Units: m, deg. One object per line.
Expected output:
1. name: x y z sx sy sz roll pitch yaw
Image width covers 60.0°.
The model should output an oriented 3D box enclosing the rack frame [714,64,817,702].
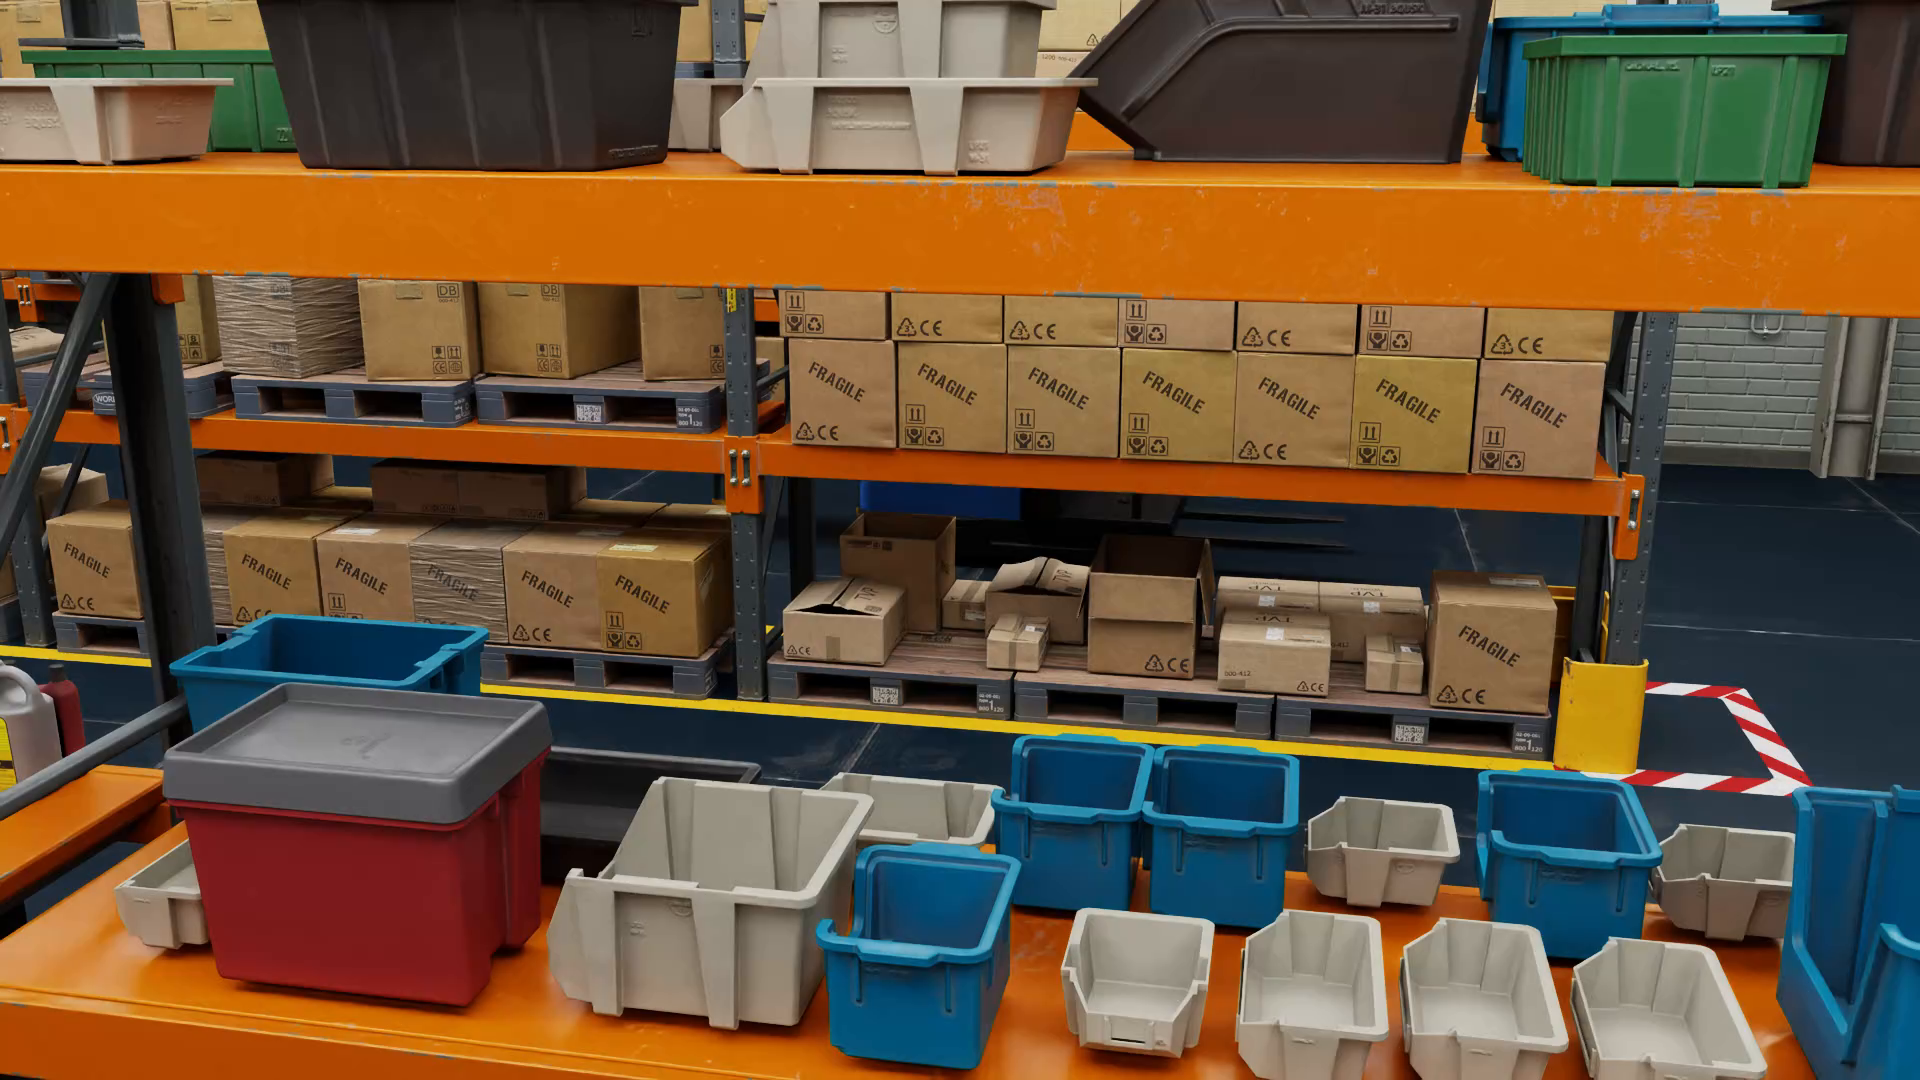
1. rack frame: -0.931 -0.786 8.209 0.127 3.000 1.000 3 16 11

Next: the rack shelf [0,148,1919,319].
1. rack shelf: 0.039 -0.482 2.843 4.000 0.370 1.077 3 16 11

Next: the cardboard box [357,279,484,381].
1. cardboard box: -2.674 -1.114 8.420 0.500 0.500 0.700 -1 16 -3

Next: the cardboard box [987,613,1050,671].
1. cardboard box: 0.287 0.490 8.087 0.250 0.166 0.380 3 16 11

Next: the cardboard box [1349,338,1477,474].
1. cardboard box: 1.987 -0.600 7.353 0.500 0.500 0.500 3 16 12

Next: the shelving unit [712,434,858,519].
1. shelving unit: -1.061 -0.793 11.045 1.083 1.500 0.587 4 16 13

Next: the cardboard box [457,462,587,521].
1. cardboard box: -2.336 -0.297 8.899 0.500 0.250 0.500 3 16 11

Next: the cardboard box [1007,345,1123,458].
1. cardboard box: 0.507 -0.682 7.647 0.500 0.500 0.500 3 16 11

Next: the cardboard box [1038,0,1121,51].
1. cardboard box: 0.474 -2.253 7.232 0.500 0.250 0.500 3 16 11

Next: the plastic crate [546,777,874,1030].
1. plastic crate: -0.462 0.668 3.072 0.530 0.282 0.437 3 16 11

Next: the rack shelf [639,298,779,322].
1. rack shelf: -1.907 -1.841 13.368 4.000 0.370 1.077 3 16 11

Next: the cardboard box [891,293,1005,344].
1. cardboard box: -0.019 -1.190 7.607 0.500 0.500 0.500 3 16 9

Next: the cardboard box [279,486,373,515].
1. cardboard box: -3.380 0.010 9.194 0.500 0.500 0.500 3 16 9

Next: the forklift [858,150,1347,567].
1. forklift: 0.927 -1.340 10.341 3.031 2.935 1.130 4 16 13

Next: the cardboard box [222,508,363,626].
1. cardboard box: -3.457 0.148 8.698 0.500 0.500 0.500 3 16 10

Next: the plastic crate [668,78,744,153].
1. plastic crate: -0.599 -0.840 3.282 0.466 0.136 0.293 3 16 11

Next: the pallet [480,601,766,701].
1. pallet: -1.735 0.525 8.702 1.213 0.211 1.003 3 16 11

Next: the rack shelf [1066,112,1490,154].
1. rack shelf: 1.029 -1.778 7.520 4.000 0.370 1.077 3 16 11

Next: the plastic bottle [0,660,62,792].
1. plastic bottle: -2.241 0.428 3.920 0.185 0.351 0.144 3 16 11

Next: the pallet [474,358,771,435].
1. pallet: -1.692 -0.764 8.491 1.213 0.211 1.003 3 16 11

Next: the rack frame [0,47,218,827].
1. rack frame: -1.921 0.510 3.532 0.127 3.000 1.000 3 16 11

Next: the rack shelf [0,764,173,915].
1. rack shelf: -3.881 0.750 4.012 4.000 0.370 1.077 3 16 11

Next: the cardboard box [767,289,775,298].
1. cardboard box: -1.328 -1.976 12.939 0.250 0.149 0.380 3 16 11

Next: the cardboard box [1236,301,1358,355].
1. cardboard box: 1.494 -1.108 7.311 0.500 0.500 0.500 4 16 13

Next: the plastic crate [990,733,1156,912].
1. plastic crate: 0.238 0.589 3.447 0.300 0.233 0.416 3 16 11

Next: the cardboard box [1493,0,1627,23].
1. cardboard box: 2.435 -2.148 6.851 0.500 0.250 0.500 3 16 11

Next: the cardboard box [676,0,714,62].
1. cardboard box: -1.409 -2.576 7.892 0.600 0.600 0.600 2 16 6

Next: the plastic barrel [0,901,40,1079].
1. plastic barrel: -2.451 1.286 3.876 0.708 0.901 0.600 3 16 11

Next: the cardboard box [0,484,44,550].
1. cardboard box: -5.413 -0.109 9.081 0.500 0.311 0.500 4 16 13

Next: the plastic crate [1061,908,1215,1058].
1. plastic crate: 0.311 0.786 2.915 0.250 0.136 0.298 3 16 11

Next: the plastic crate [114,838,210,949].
1. plastic crate: -1.494 0.670 3.334 0.243 0.136 0.396 3 16 11

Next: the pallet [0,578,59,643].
1. pallet: -5.649 0.292 9.544 1.213 0.211 1.003 3 16 11

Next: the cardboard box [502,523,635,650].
1. cardboard box: -1.954 0.227 8.411 0.500 0.500 0.500 3 16 11

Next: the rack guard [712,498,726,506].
1. rack guard: -1.546 -0.221 11.321 0.087 0.250 0.587 4 16 13

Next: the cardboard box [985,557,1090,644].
1. cardboard box: 0.419 0.294 8.523 0.500 0.311 0.500 3 16 11

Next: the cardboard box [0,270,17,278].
1. cardboard box: -8.311 -2.390 14.246 0.500 0.250 0.500 3 16 11

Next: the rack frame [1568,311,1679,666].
1. rack frame: 2.989 -0.573 7.441 0.127 3.000 1.000 3 16 11

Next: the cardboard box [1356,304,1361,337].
1. cardboard box: 2.093 -1.221 7.721 0.500 0.500 0.500 3 16 12

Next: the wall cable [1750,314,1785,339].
1. wall cable: 5.416 -2.538 12.631 1.851 1.984 0.084 3 16 11

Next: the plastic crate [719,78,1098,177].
1. plastic crate: -0.076 -0.641 2.561 0.530 0.136 0.437 3 16 11

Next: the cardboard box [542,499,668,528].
1. cardboard box: -1.881 0.092 8.899 0.500 0.500 0.500 3 16 12

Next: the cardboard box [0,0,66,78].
1. cardboard box: -4.416 -2.478 8.511 0.500 0.500 0.910 3 16 11

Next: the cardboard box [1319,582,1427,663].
1. cardboard box: 2.023 0.411 8.217 0.500 0.250 0.500 3 16 11

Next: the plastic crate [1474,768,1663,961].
1. plastic crate: 1.177 0.640 3.263 0.300 0.233 0.416 3 16 11

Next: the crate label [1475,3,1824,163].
1. crate label: 1.159 -0.785 2.865 0.502 0.251 0.408 3 16 11

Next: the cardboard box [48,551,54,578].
1. cardboard box: -5.305 0.020 9.666 0.500 0.250 0.500 3 16 11

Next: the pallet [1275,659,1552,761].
1. pallet: 2.133 0.725 7.980 1.213 0.211 1.003 3 16 11

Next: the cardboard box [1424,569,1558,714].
1. cardboard box: 2.407 0.455 7.587 0.500 0.500 0.500 3 16 11

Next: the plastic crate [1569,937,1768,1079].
1. plastic crate: 1.163 0.825 2.776 0.243 0.136 0.396 3 16 11

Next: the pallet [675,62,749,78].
1. pallet: -1.556 -2.194 8.025 1.003 0.211 1.213 3 16 11
